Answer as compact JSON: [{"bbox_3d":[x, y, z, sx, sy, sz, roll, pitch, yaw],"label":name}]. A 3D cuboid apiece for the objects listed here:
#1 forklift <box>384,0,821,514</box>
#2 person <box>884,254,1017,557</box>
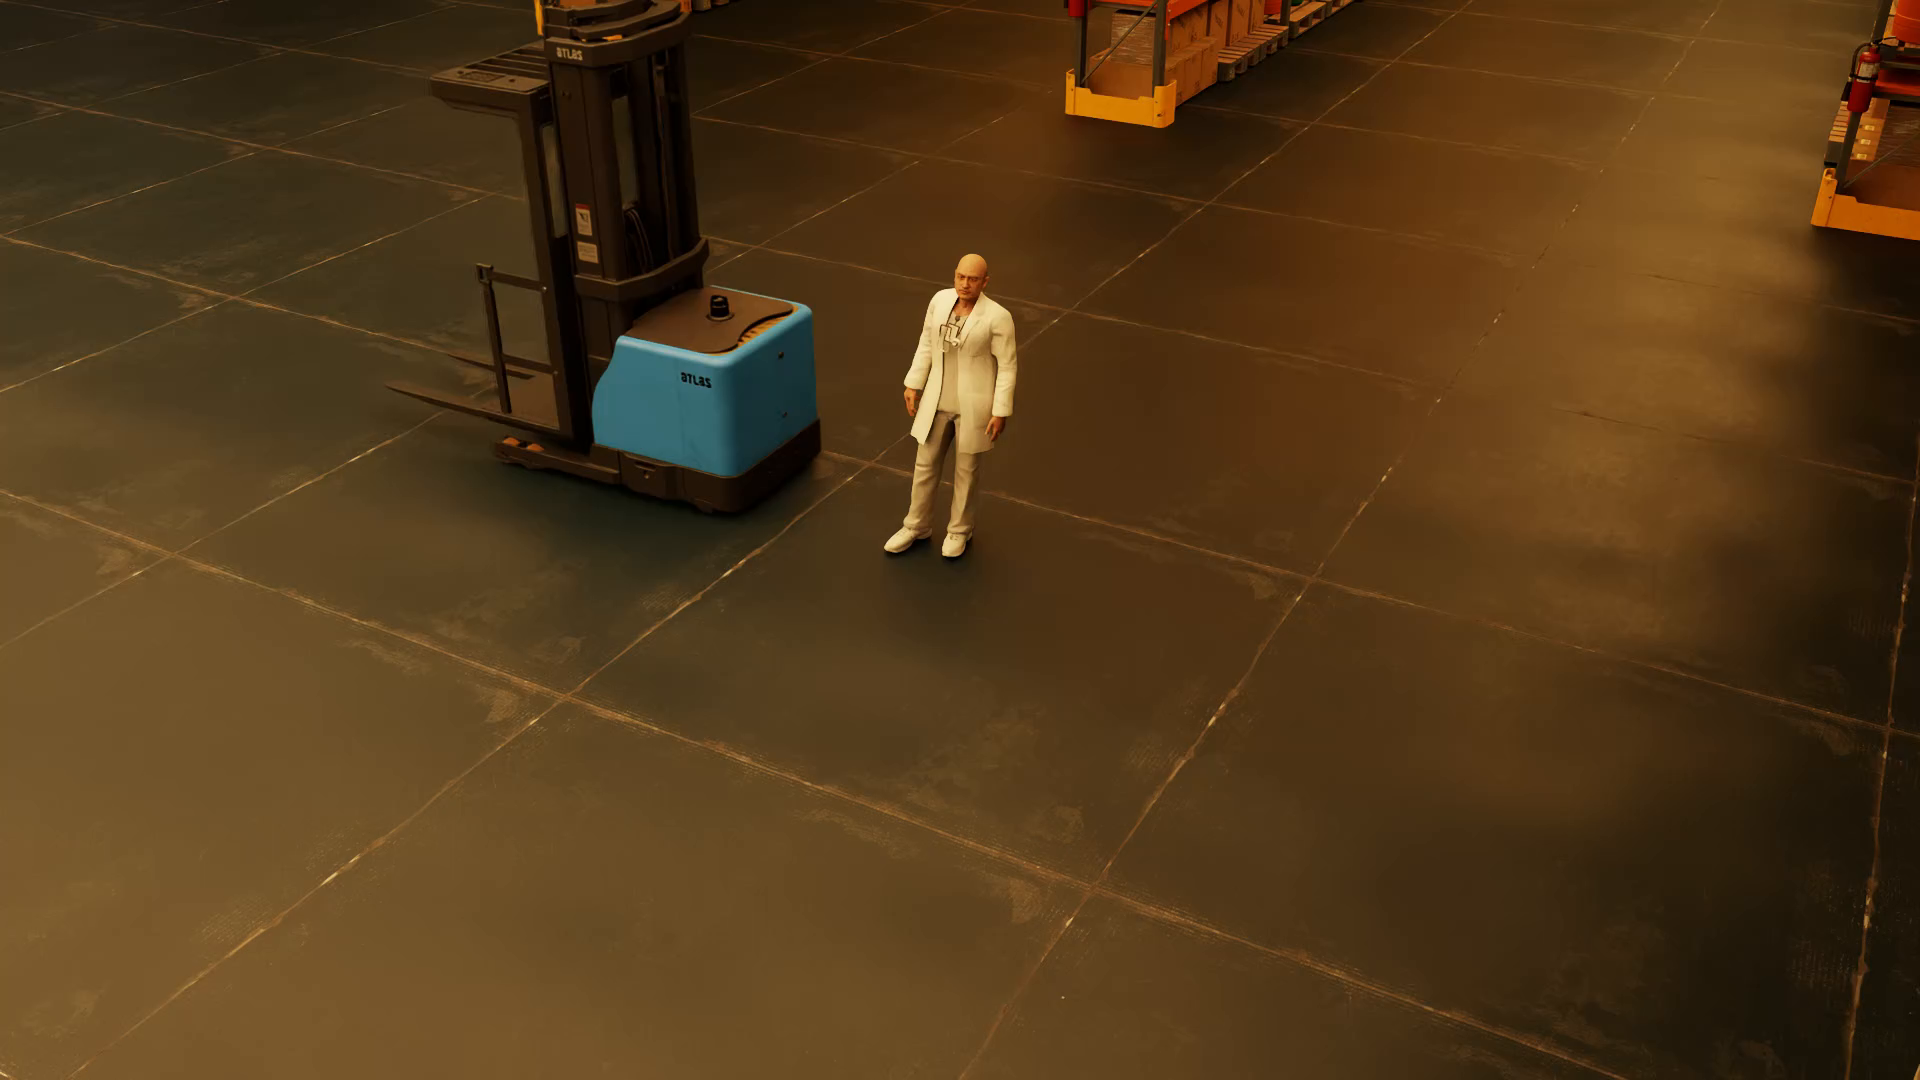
[{"bbox_3d":[-2.455,-1.940,10.431,3.031,2.935,1.130,15,33,24],"label":"forklift"},{"bbox_3d":[-0.048,-0.737,9.487,0.698,1.777,0.578,15,33,25],"label":"person"}]
